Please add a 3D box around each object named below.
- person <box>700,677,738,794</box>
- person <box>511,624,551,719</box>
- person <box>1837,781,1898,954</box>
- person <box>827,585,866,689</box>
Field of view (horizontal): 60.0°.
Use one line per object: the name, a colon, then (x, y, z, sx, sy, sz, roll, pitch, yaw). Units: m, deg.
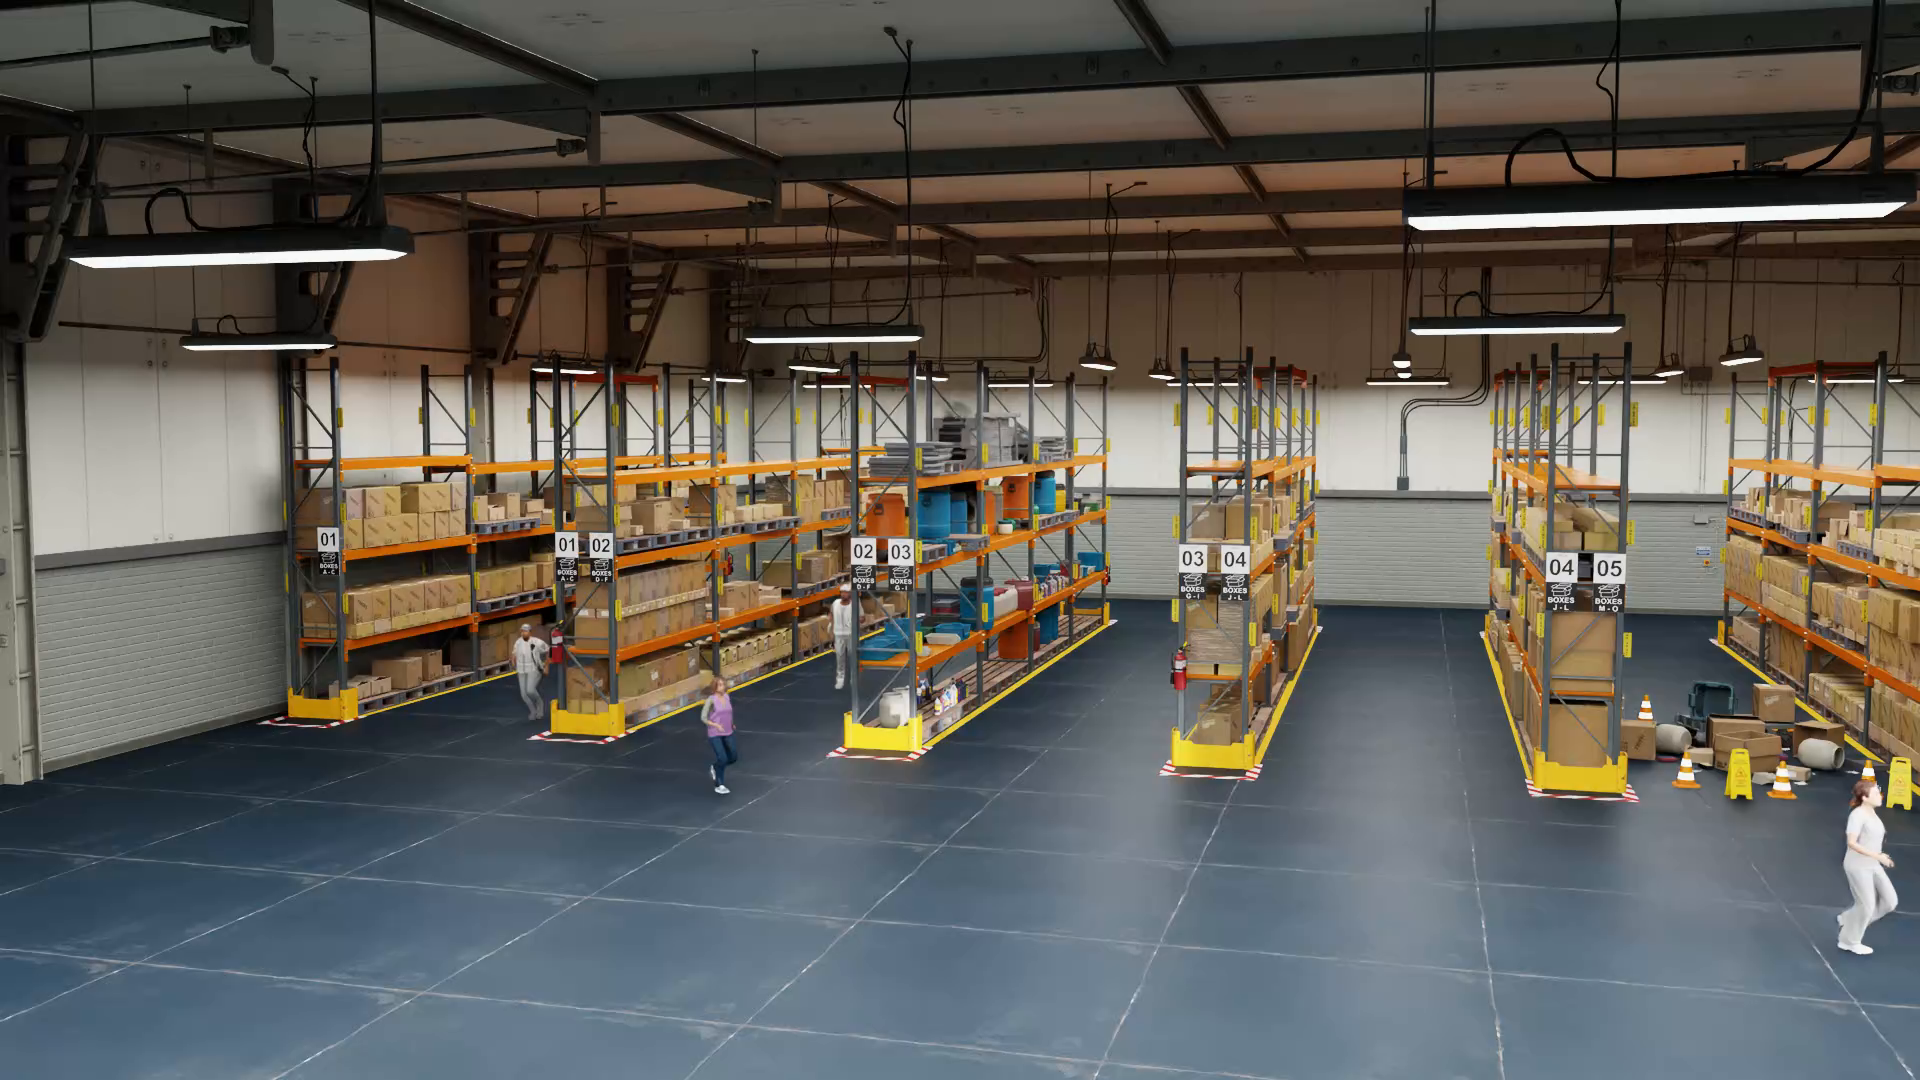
person: (-3.207, 2.599, 22.185, 0.560, 1.550, 0.532, 4, 6, 44)
person: (-7.105, 2.184, 27.423, 0.618, 1.599, 0.679, 1, 4, 14)
person: (8.436, 3.094, 15.471, 0.578, 1.538, 0.549, -4, 6, -40)
person: (-1.993, 1.691, 29.048, 0.700, 1.837, 0.863, 1, 4, 10)
